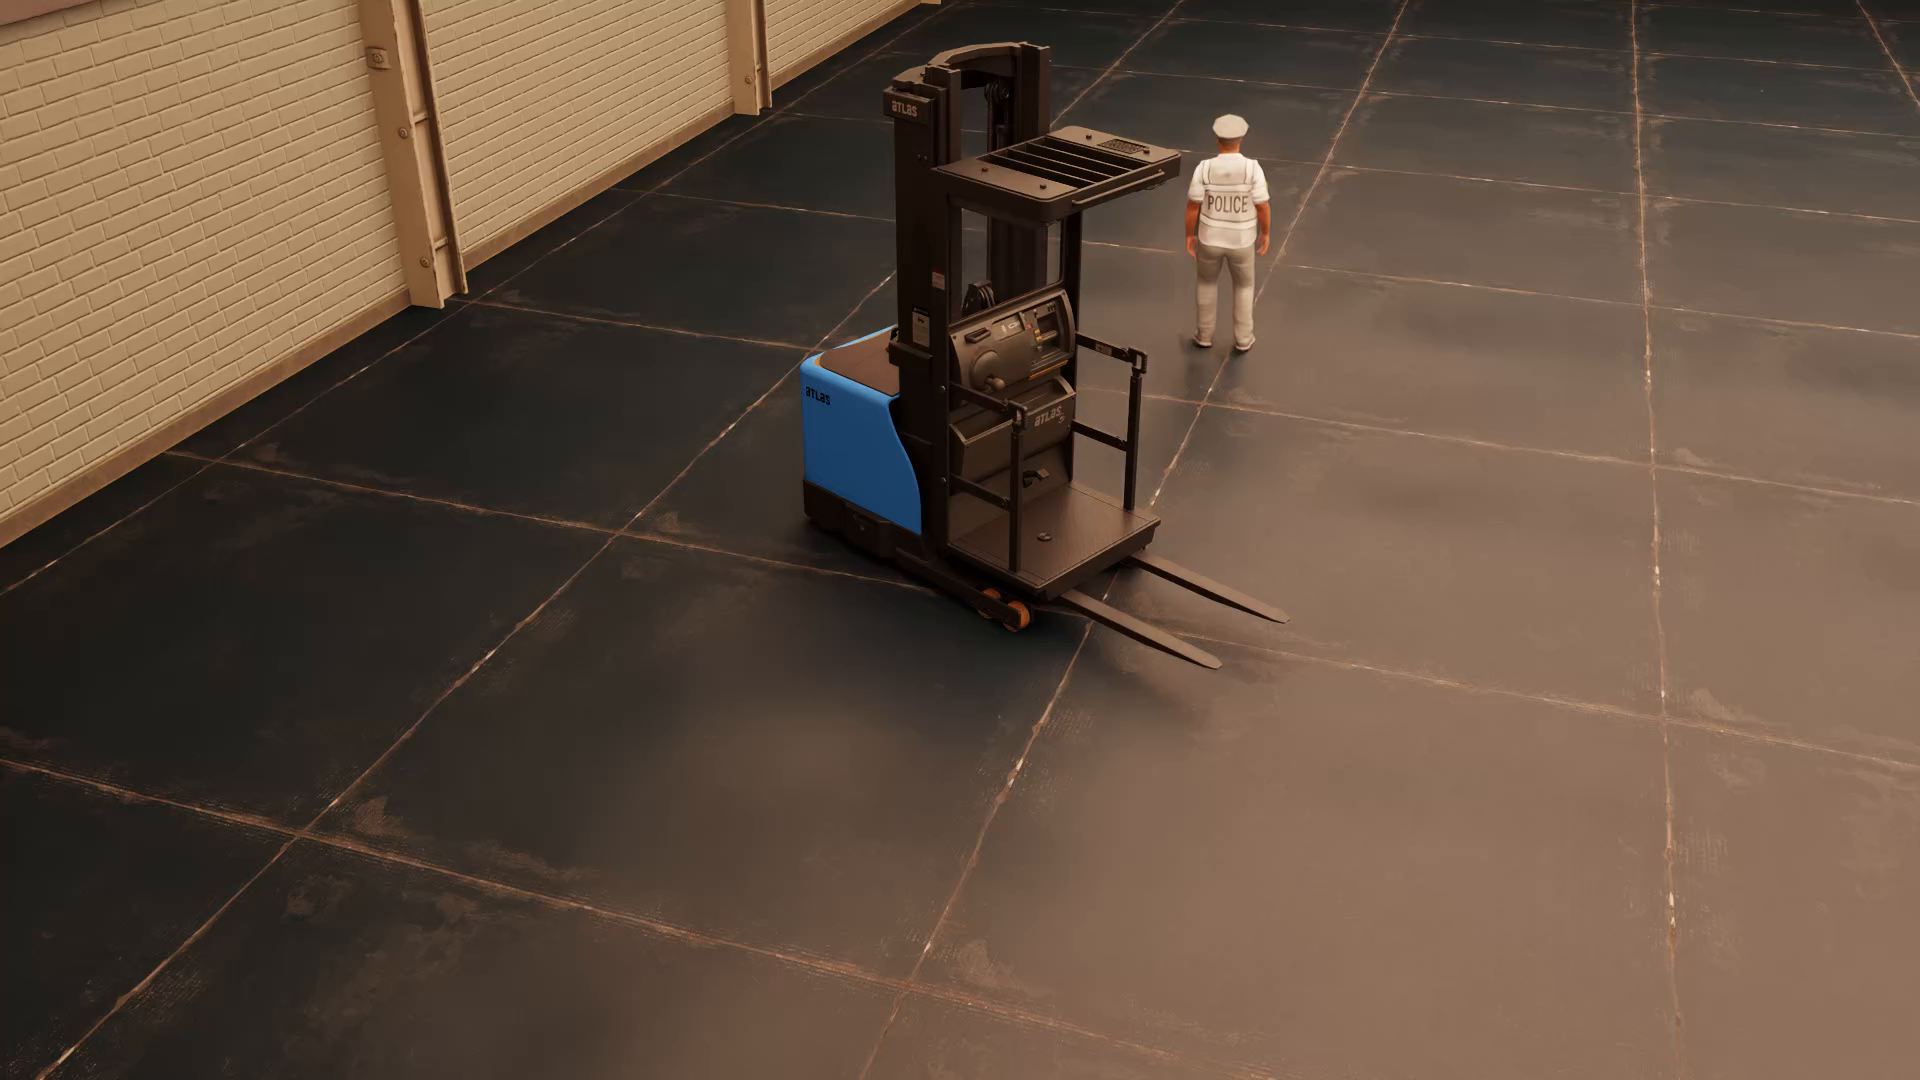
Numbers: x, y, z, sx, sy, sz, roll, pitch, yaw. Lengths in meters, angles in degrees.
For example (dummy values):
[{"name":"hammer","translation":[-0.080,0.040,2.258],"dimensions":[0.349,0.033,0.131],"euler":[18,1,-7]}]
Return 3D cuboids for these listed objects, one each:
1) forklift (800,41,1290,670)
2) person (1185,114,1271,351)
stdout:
[{"name":"forklift","translation":[0.449,-1.059,8.994],"dimensions":[3.031,2.935,1.130],"euler":[25,38,37]},{"name":"person","translation":[1.971,-2.245,12.256],"dimensions":[0.624,1.796,0.493],"euler":[6,30,11]}]
